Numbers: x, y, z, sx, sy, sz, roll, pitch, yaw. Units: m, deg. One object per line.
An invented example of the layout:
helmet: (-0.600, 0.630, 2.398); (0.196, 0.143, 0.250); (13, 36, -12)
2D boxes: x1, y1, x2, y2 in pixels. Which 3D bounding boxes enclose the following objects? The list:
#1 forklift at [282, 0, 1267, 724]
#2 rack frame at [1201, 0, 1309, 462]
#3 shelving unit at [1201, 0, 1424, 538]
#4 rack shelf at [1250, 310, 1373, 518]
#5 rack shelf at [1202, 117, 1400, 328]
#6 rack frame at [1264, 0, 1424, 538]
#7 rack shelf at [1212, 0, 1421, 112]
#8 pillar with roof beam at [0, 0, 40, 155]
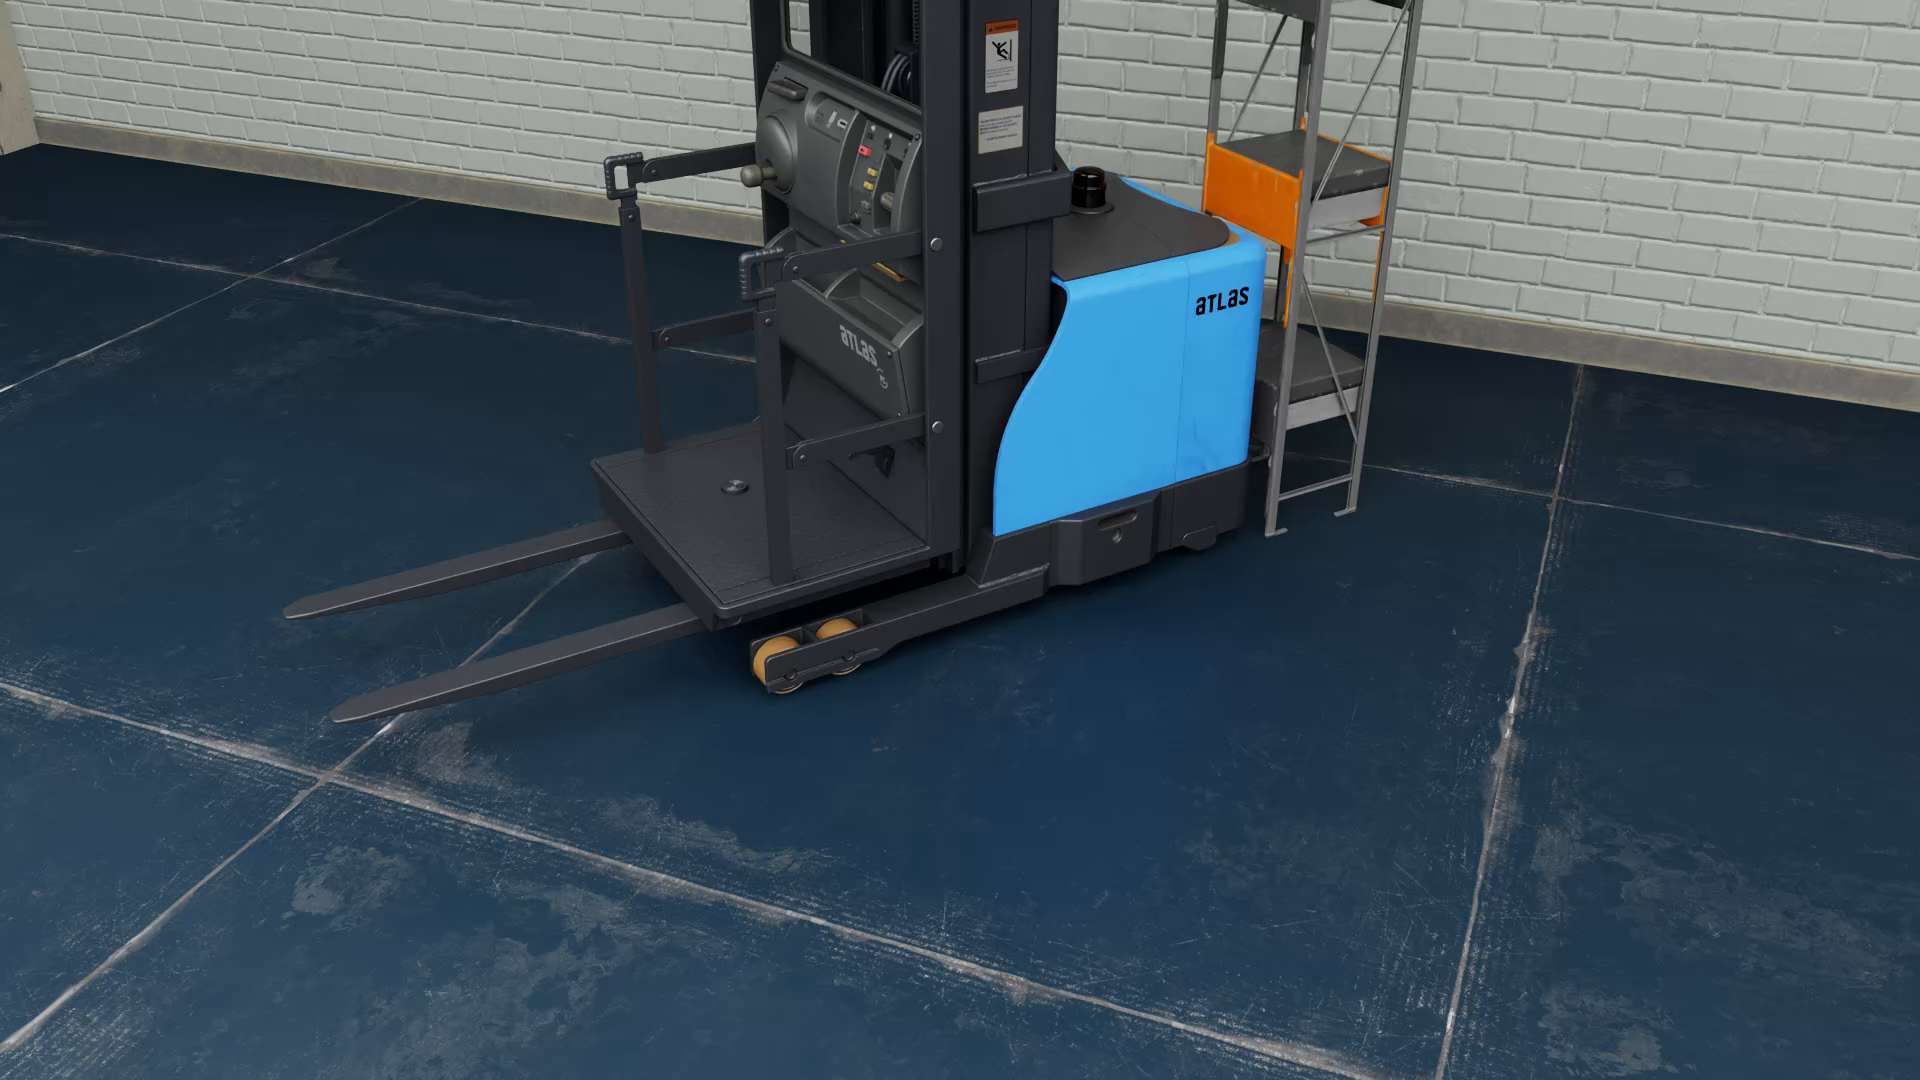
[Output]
forklift: (-0.541, -1.117, 4.747); (3.031, 2.935, 1.130); (-16, 33, -27)
rack frame: (0.994, -1.181, 5.705); (0.400, 2.100, 0.015); (-15, 33, -25)
shelving unit: (1.114, -1.076, 5.520); (0.431, 2.100, 0.503); (-15, 33, -25)
rack shelf: (1.114, -0.455, 5.871); (0.431, 0.518, 0.480); (-15, 33, -25)
rack shelf: (1.114, -1.064, 5.526); (0.431, 0.518, 0.480); (-15, 33, -25)
rack frame: (1.234, -0.971, 5.335); (0.400, 2.100, 0.015); (-15, 33, -25)
rack shelf: (1.114, -1.673, 5.182); (0.431, 0.518, 0.480); (-15, 33, -25)
pillar with roof beam: (-7.355, -4.314, 4.238); (0.400, 9.000, 9.100); (11, 31, 19)
